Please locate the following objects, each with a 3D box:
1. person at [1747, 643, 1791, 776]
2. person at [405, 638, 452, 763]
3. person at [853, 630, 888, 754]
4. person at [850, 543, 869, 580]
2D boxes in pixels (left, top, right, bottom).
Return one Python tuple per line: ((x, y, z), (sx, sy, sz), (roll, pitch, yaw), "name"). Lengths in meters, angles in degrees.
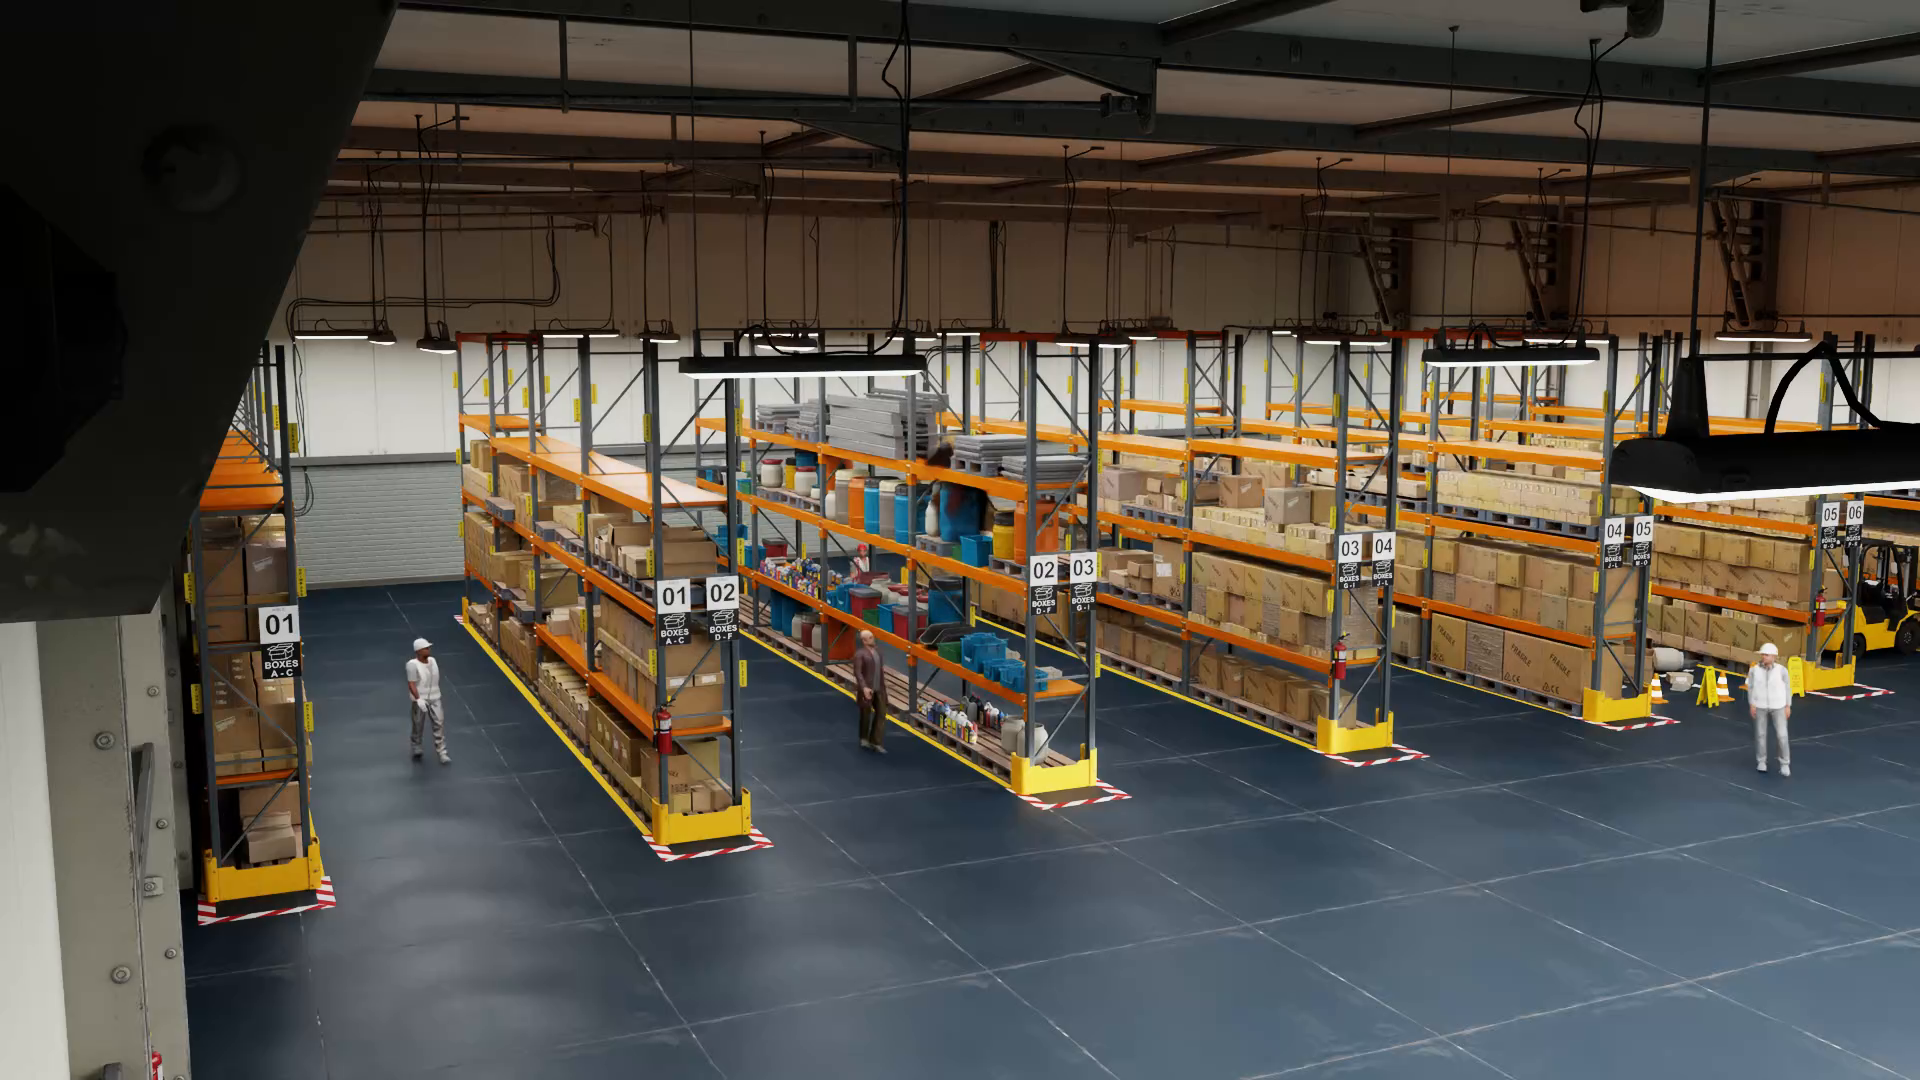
((11.287, 2.340, 23.173), (0.607, 1.789, 0.457), (3, 8, 23), "person")
((-7.612, 2.275, 23.661), (0.487, 1.735, 1.009), (-5, 9, -31), "person")
((-1.296, 2.212, 24.268), (0.625, 1.805, 0.764), (-5, 9, -34), "person")
((-1.886, 0.942, 33.402), (0.634, 1.742, 0.938), (-7, 10, -42), "person")
